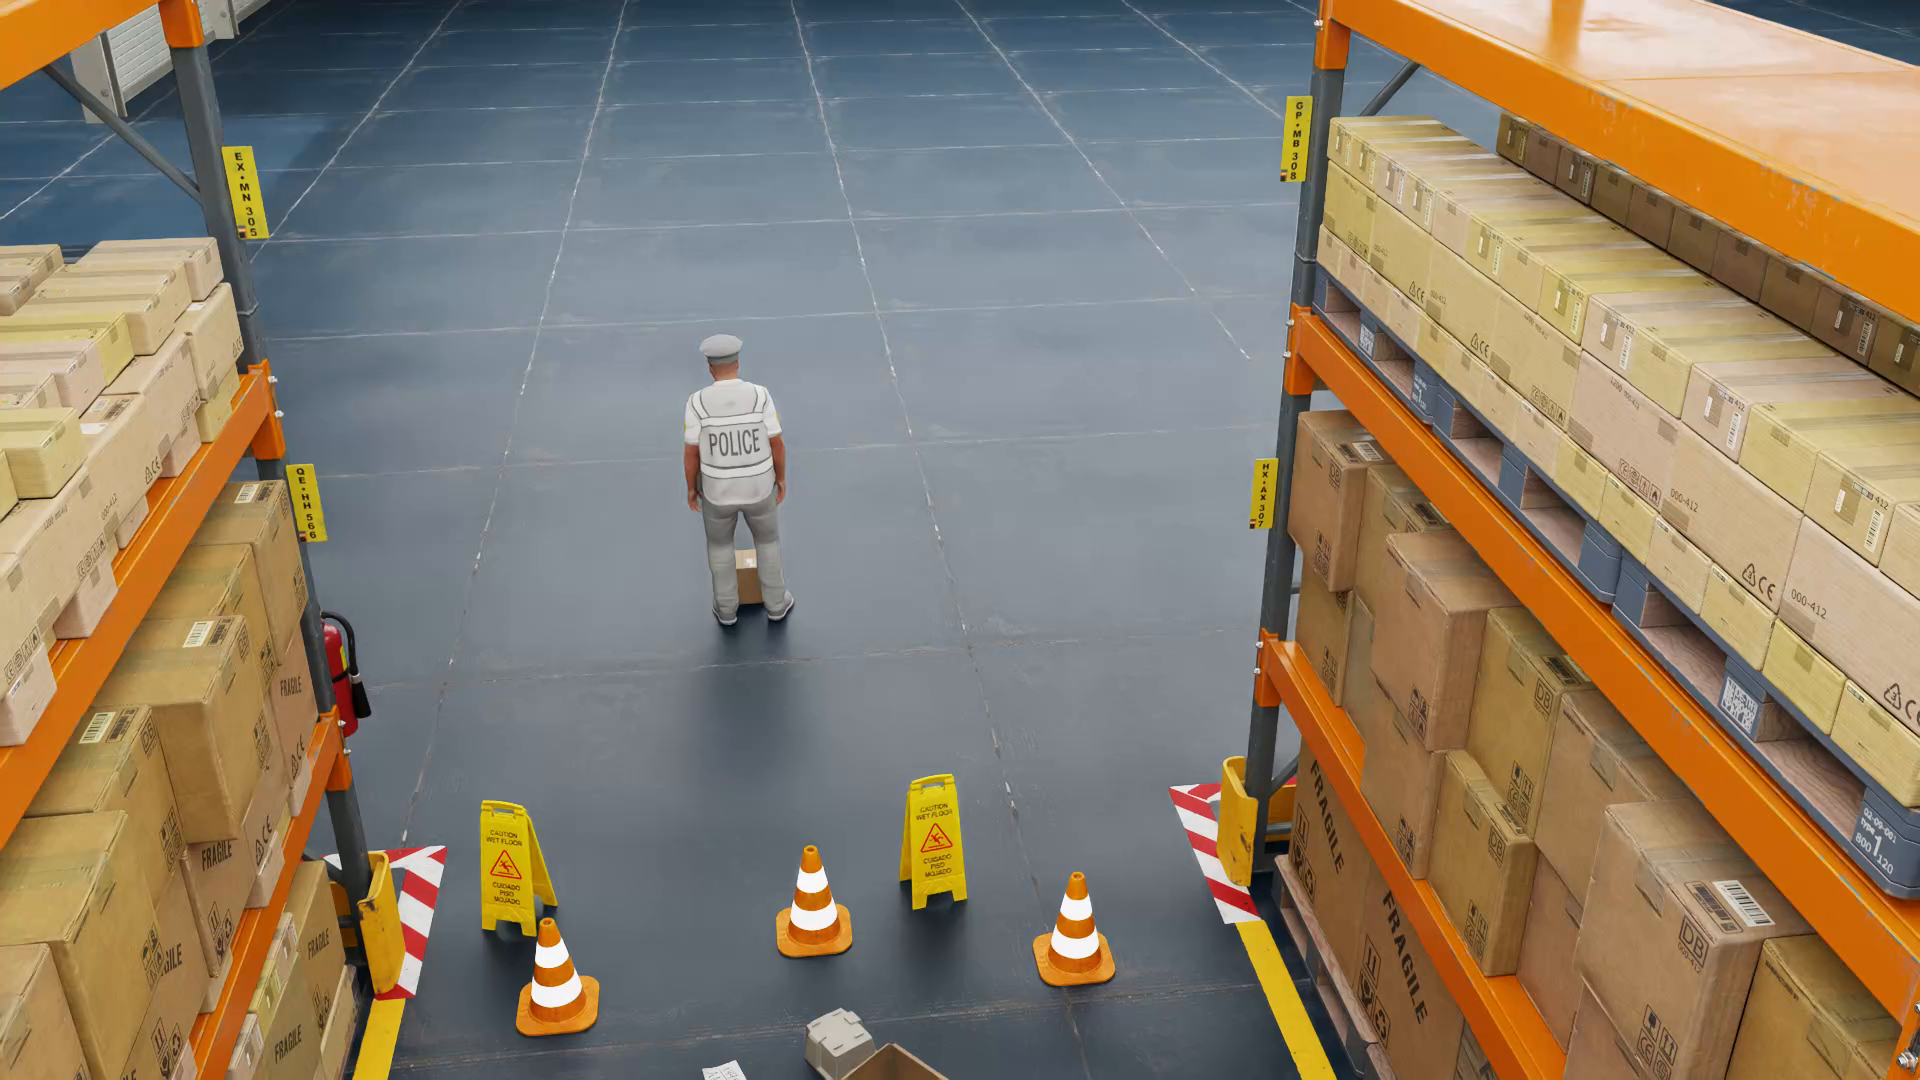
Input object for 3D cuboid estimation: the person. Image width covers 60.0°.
[{"bbox_3d":[-1.299,-0.315,9.713,0.600,1.747,0.437,-5,27,-10],"label":"person"}]
